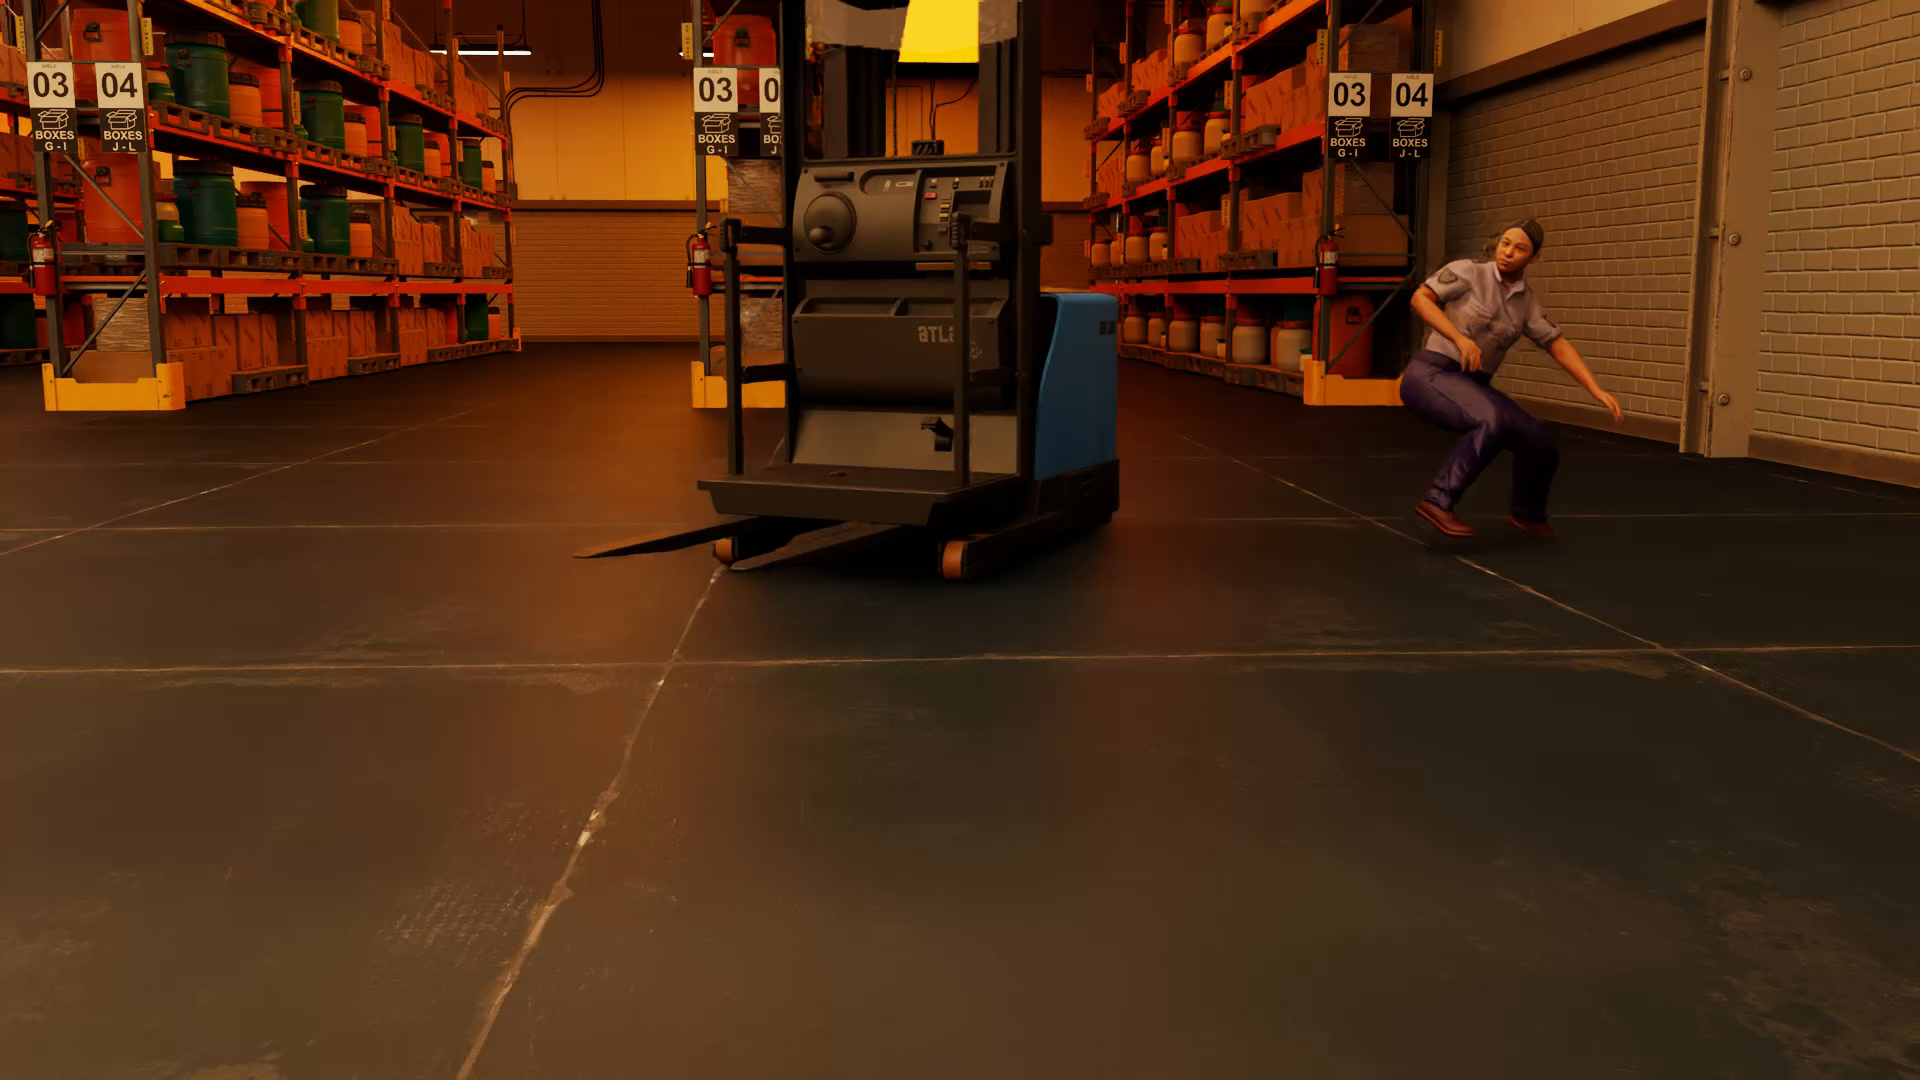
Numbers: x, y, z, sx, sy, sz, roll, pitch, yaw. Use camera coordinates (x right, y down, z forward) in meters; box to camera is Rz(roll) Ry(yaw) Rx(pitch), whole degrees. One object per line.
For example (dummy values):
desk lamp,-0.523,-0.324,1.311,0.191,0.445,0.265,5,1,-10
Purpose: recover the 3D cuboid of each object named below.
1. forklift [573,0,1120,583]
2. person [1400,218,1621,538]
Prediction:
forklift,-0.333,-1.360,6.487,1.130,2.935,3.031,4,9,24
person,2.328,-0.644,7.118,0.887,1.445,0.731,-6,10,-35
